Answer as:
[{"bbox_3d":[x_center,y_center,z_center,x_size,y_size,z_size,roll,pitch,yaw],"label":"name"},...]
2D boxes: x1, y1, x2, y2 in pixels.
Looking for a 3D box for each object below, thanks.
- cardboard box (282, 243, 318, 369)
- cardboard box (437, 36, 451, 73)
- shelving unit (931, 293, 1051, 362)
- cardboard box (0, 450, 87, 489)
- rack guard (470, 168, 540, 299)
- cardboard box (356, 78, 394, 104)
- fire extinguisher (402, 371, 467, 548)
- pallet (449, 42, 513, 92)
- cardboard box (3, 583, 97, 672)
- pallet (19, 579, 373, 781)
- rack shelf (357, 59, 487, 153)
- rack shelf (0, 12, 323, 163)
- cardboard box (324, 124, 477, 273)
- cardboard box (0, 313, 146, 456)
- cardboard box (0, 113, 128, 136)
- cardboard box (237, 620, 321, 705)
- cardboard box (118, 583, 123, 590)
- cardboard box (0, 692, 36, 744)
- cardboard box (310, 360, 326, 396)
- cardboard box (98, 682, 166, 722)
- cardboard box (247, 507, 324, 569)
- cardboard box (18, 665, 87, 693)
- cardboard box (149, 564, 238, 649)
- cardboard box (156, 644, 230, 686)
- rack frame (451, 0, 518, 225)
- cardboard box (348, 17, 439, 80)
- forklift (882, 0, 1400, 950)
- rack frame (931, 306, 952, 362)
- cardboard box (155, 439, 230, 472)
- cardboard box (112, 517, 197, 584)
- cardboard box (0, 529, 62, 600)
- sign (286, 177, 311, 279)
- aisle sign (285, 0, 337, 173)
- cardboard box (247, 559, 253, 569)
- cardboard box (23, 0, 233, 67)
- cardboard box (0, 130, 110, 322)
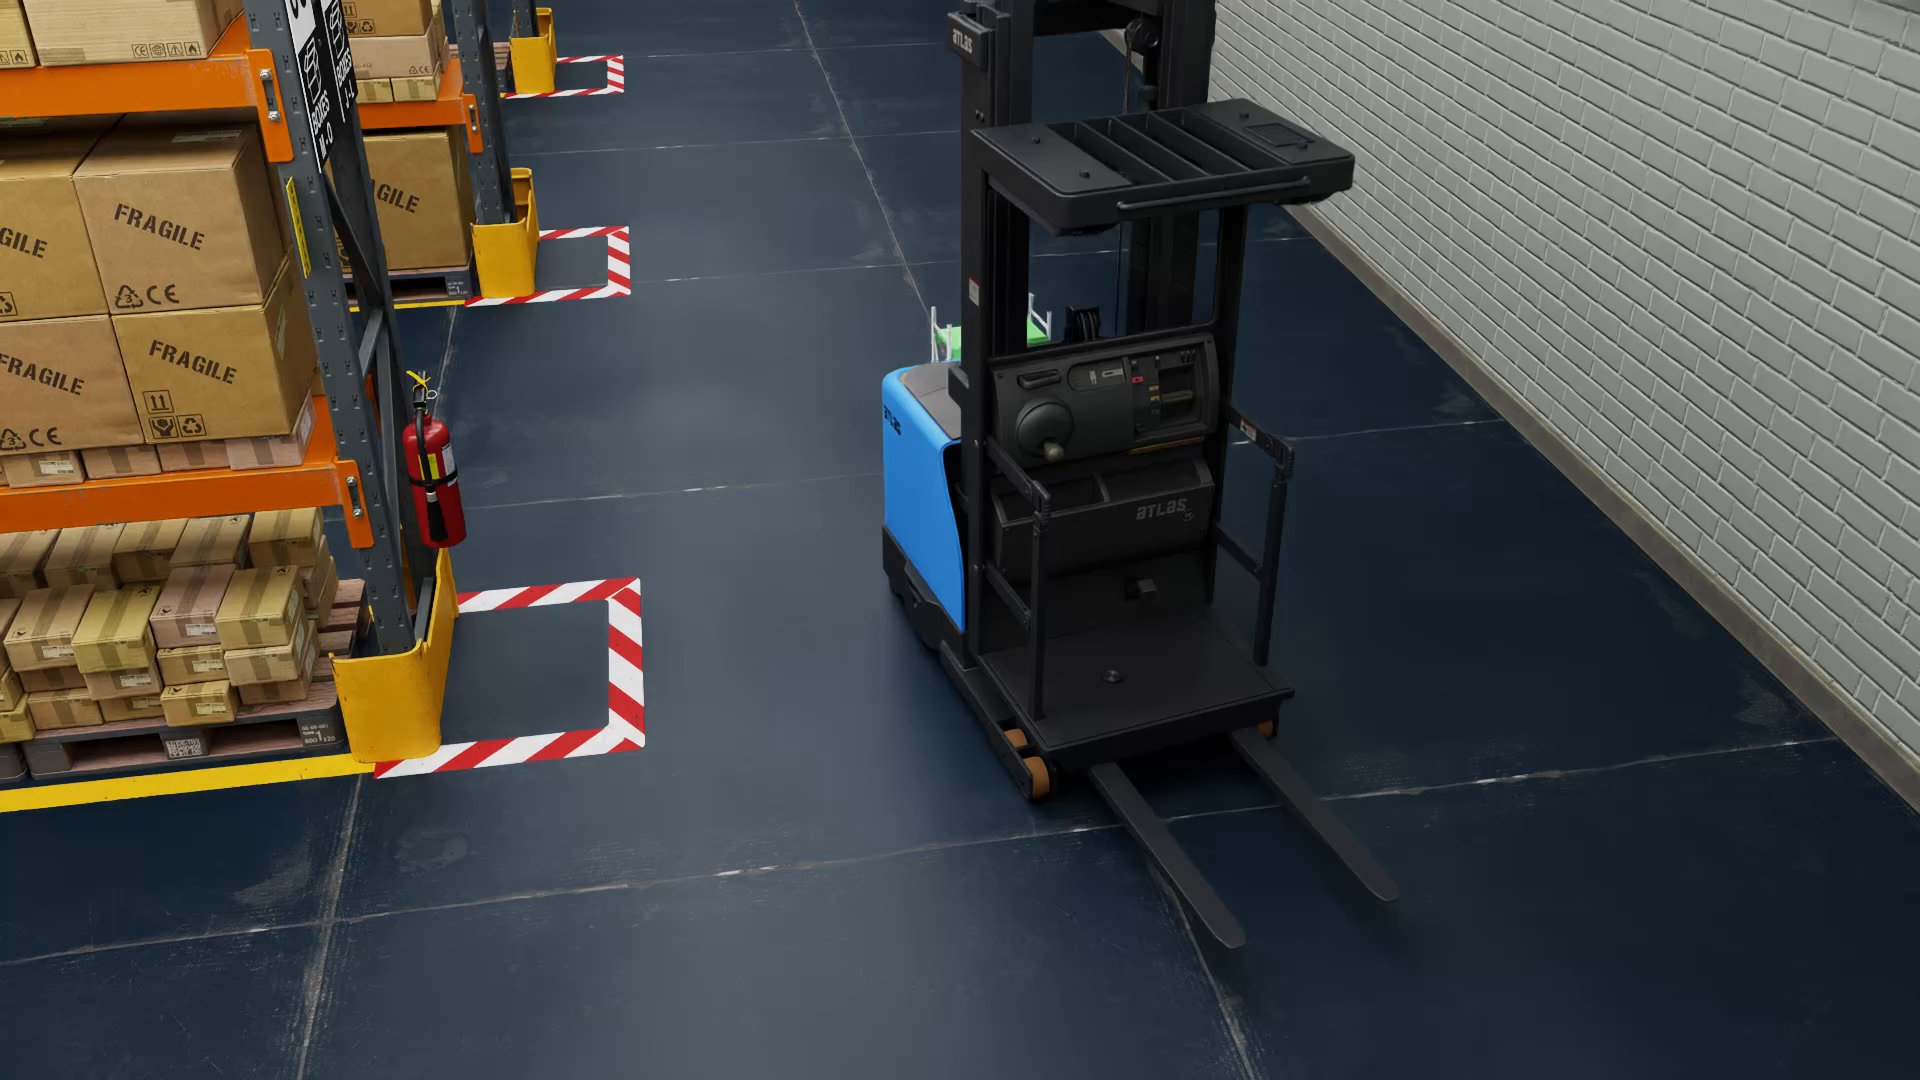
[{"bbox_3d":[-2.810,-0.967,6.542,0.500,0.500,0.500,-4,31,-7],"label":"cardboard box"},{"bbox_3d":[-3.521,-3.204,10.988,0.250,0.149,0.380,-5,31,-8],"label":"cardboard box"},{"bbox_3d":[0.144,-0.554,8.008,0.503,1.200,0.258,-10,32,-17],"label":"shelving unit"},{"bbox_3d":[-3.331,-0.350,6.134,0.250,0.149,0.380,-4,31,-8],"label":"cardboard box"},{"bbox_3d":[-3.089,-2.105,11.337,0.348,0.500,1.175,-5,31,-9],"label":"rack guard"},{"bbox_3d":[-3.659,-2.851,10.387,0.250,0.149,0.380,-5,31,-8],"label":"cardboard box"},{"bbox_3d":[-1.988,-0.297,6.240,0.183,0.674,0.296,-5,31,-9],"label":"fire extinguisher"},{"bbox_3d":[-4.823,-4.392,15.511,1.213,0.211,1.003,-5,31,-9],"label":"pallet"},{"bbox_3d":[-3.549,0.341,6.522,0.250,0.149,0.380,-7,31,-11],"label":"cardboard box"},{"bbox_3d":[-3.199,0.567,7.077,1.213,0.211,1.003,-5,31,-9],"label":"pallet"},{"bbox_3d":[-5.080,-2.688,10.572,4.000,0.370,1.077,-5,31,-9],"label":"rack shelf"},{"bbox_3d":[-4.286,-1.499,5.590,4.000,0.370,1.077,-5,31,-9],"label":"rack shelf"},{"bbox_3d":[-3.728,-2.347,10.965,0.875,0.875,0.875,-5,31,-9],"label":"cardboard box"},{"bbox_3d":[-3.222,-0.656,6.014,0.500,0.500,0.500,-6,31,-10],"label":"cardboard box"},{"bbox_3d":[-3.303,-1.343,6.196,0.500,0.500,0.500,-4,31,-7],"label":"cardboard box"},{"bbox_3d":[-2.799,0.501,6.836,0.250,0.149,0.380,-5,31,-8],"label":"cardboard box"},{"bbox_3d":[-3.657,0.174,7.100,0.250,0.149,0.380,-4,31,-7],"label":"cardboard box"},{"bbox_3d":[-3.789,0.640,6.600,0.250,0.149,0.380,-7,31,-11],"label":"cardboard box"},{"bbox_3d":[-2.696,-0.724,6.770,0.250,0.149,0.380,-6,31,-9],"label":"cardboard box"},{"bbox_3d":[-3.309,0.557,6.742,0.250,0.149,0.380,-5,31,-9],"label":"cardboard box"},{"bbox_3d":[-2.895,-0.029,7.151,0.250,0.149,0.380,-7,31,-11],"label":"cardboard box"},{"bbox_3d":[-3.580,0.433,6.659,0.250,0.149,0.380,-6,31,-10],"label":"cardboard box"},{"bbox_3d":[-3.051,0.262,6.657,0.250,0.149,0.380,-5,31,-8],"label":"cardboard box"},{"bbox_3d":[-3.053,0.409,6.700,0.250,0.149,0.380,-6,31,-10],"label":"cardboard box"},{"bbox_3d":[-3.113,-3.181,10.700,0.127,3.000,1.000,-5,31,-9],"label":"rack frame"},{"bbox_3d":[-3.542,-3.068,10.362,0.500,0.250,0.500,-6,31,-10],"label":"cardboard box"},{"bbox_3d":[0.649,-0.491,6.194,1.130,2.935,3.031,-11,32,-19],"label":"forklift"},{"bbox_3d":[-0.085,-0.511,7.936,0.015,1.200,0.240,-10,32,-17],"label":"rack frame"},{"bbox_3d":[-2.840,-0.416,6.245,0.250,0.149,0.380,-5,31,-9],"label":"cardboard box"},{"bbox_3d":[-3.416,0.016,7.075,0.250,0.149,0.380,-5,31,-9],"label":"cardboard box"},{"bbox_3d":[-3.919,0.100,6.932,0.250,0.149,0.380,-4,31,-7],"label":"cardboard box"},{"bbox_3d":[-2.238,-1.055,5.631,0.005,0.325,0.100,-5,31,-9],"label":"sign"},{"bbox_3d":[-2.193,-1.676,5.577,0.004,0.787,0.394,-5,31,-9],"label":"aisle sign"},{"bbox_3d":[-3.160,0.138,7.161,0.250,0.149,0.380,-5,31,-9],"label":"cardboard box"},{"bbox_3d":[-2.718,-1.753,5.461,0.500,0.250,0.500,-6,31,-10],"label":"cardboard box"},{"bbox_3d":[-3.222,-1.089,5.764,0.500,0.500,0.500,-6,31,-11],"label":"cardboard box"}]
